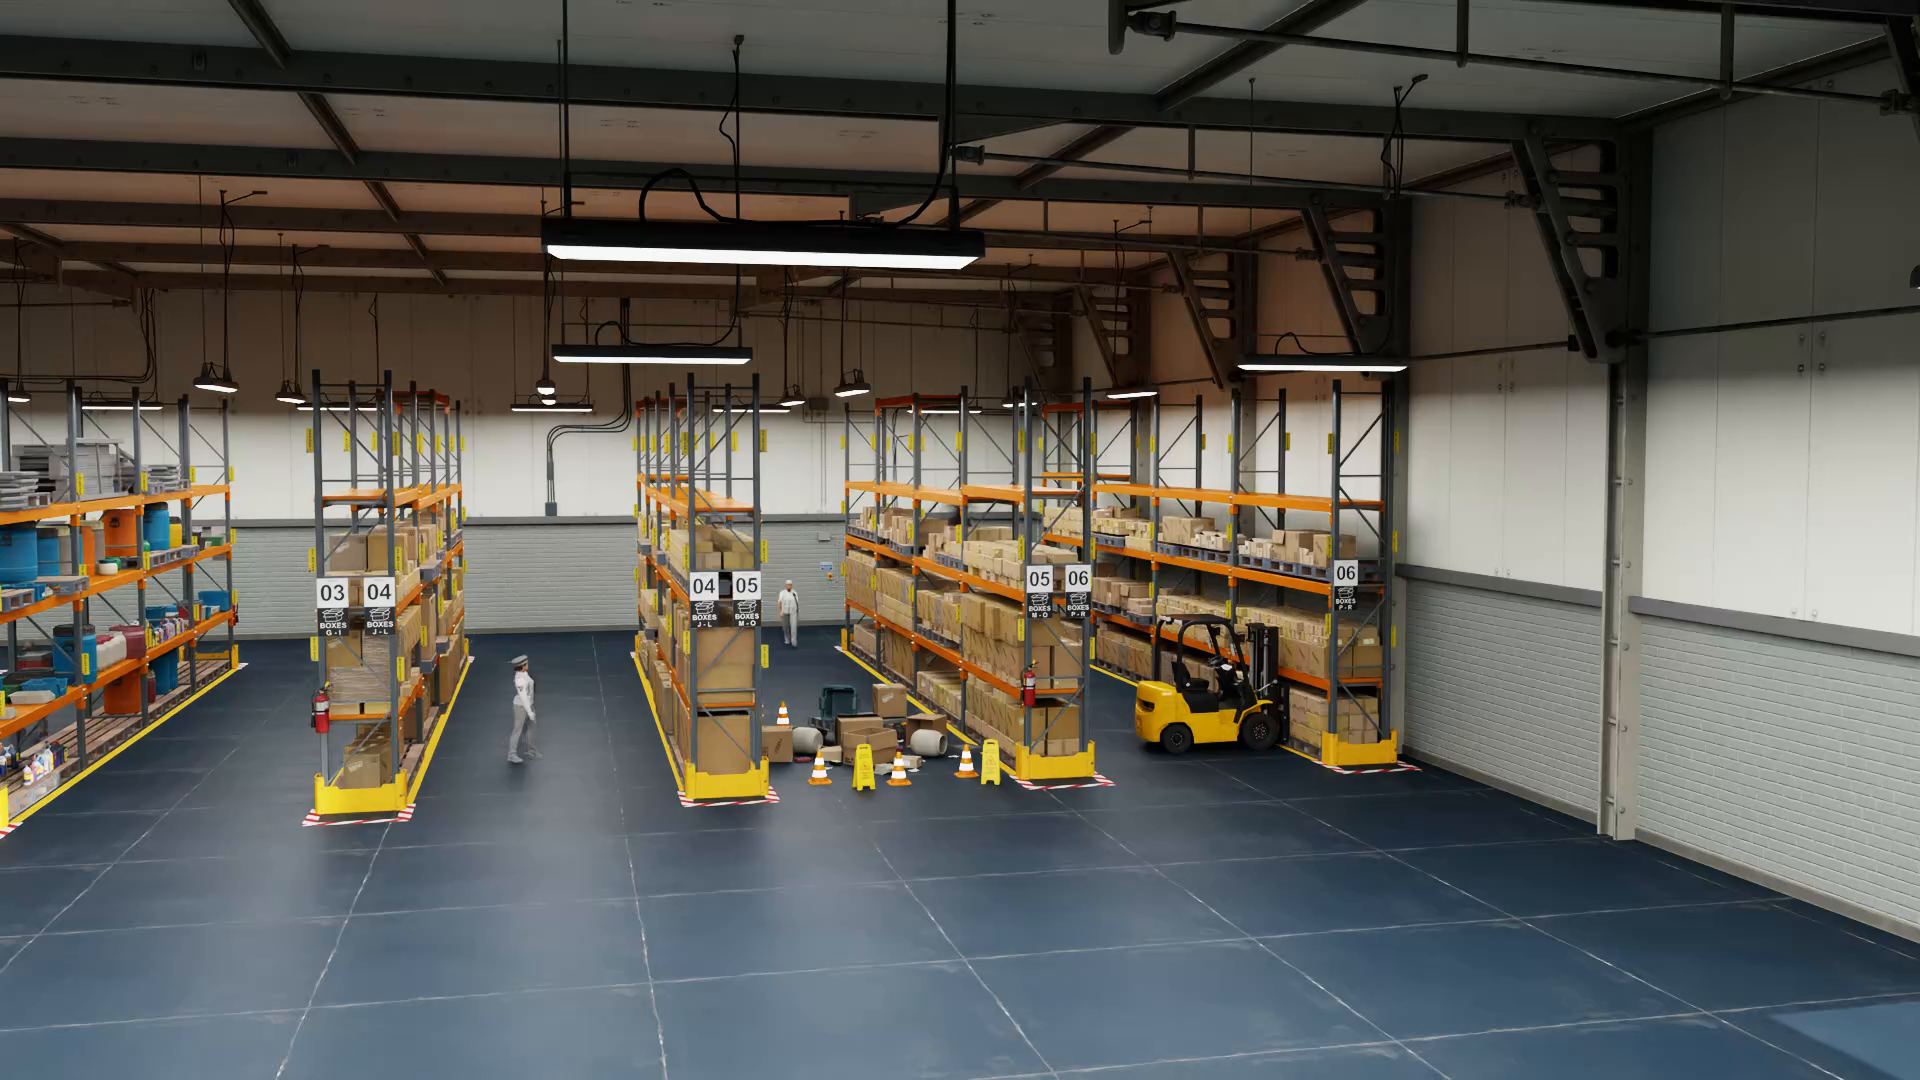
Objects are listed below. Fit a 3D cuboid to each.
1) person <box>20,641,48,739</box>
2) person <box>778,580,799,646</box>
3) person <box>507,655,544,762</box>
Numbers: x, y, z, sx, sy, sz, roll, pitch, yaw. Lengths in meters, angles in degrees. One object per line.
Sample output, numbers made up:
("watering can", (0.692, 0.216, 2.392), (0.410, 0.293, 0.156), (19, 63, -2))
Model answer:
("person", (-15.751, 2.532, 28.188), (0.501, 1.662, 0.354), (-2, 4, -30))
("person", (-4.246, 1.799, 41.191), (0.501, 1.612, 0.961), (0, 3, 0))
("person", (-6.883, 2.661, 26.296), (0.474, 1.726, 0.607), (0, 3, 1))
